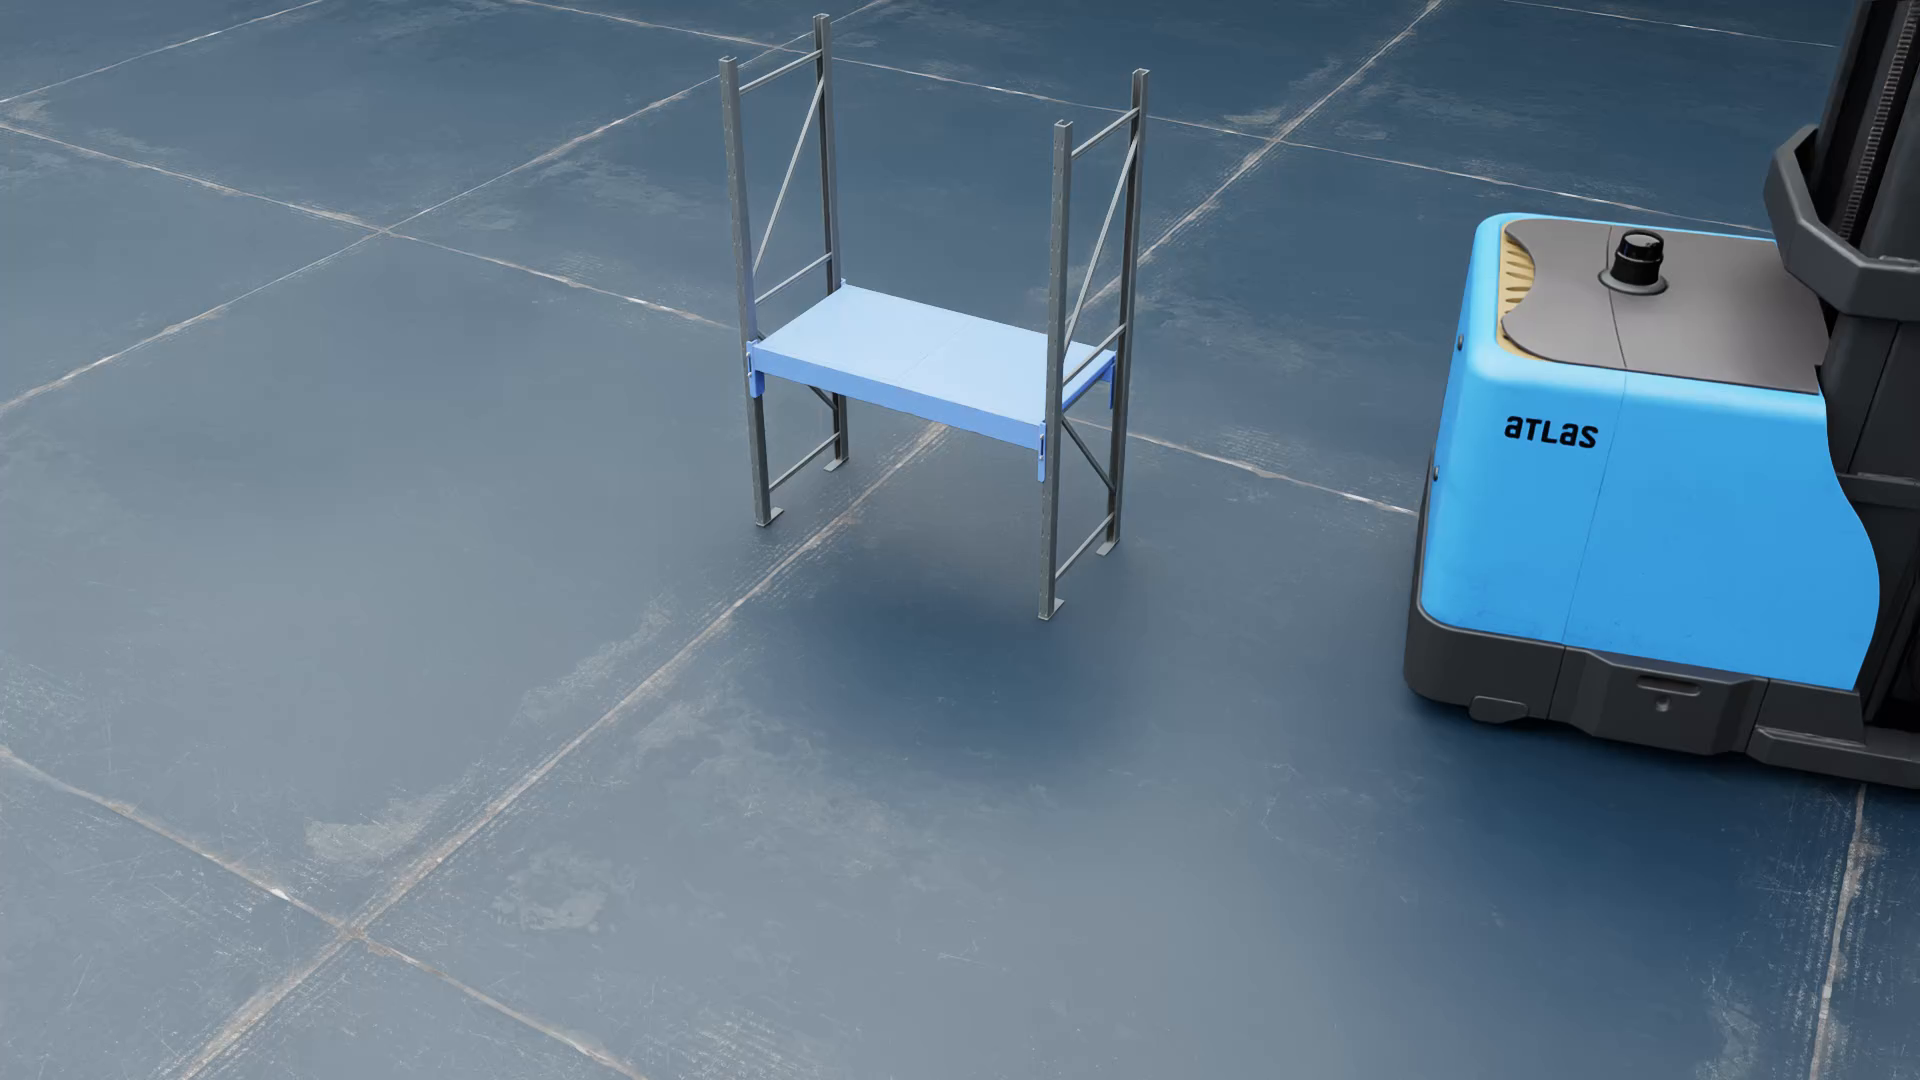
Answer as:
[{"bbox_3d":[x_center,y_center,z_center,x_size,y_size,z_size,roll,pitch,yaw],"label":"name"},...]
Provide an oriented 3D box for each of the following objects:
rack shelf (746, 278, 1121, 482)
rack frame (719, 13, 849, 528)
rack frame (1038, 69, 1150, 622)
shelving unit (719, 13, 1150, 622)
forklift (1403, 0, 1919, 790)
[{"bbox_3d":[-0.074,-0.498,4.969,1.000,0.185,0.538,18,37,24],"label":"rack shelf"},{"bbox_3d":[-0.515,-0.788,5.079,0.032,1.500,0.500,18,37,24],"label":"rack frame"},{"bbox_3d":[0.367,-0.508,4.660,0.032,1.500,0.500,18,37,24],"label":"rack frame"},{"bbox_3d":[-0.074,-0.648,4.870,1.048,1.500,0.538,18,37,24],"label":"shelving unit"},{"bbox_3d":[2.791,-0.789,3.790,3.031,2.935,1.130,9,35,13],"label":"forklift"}]
